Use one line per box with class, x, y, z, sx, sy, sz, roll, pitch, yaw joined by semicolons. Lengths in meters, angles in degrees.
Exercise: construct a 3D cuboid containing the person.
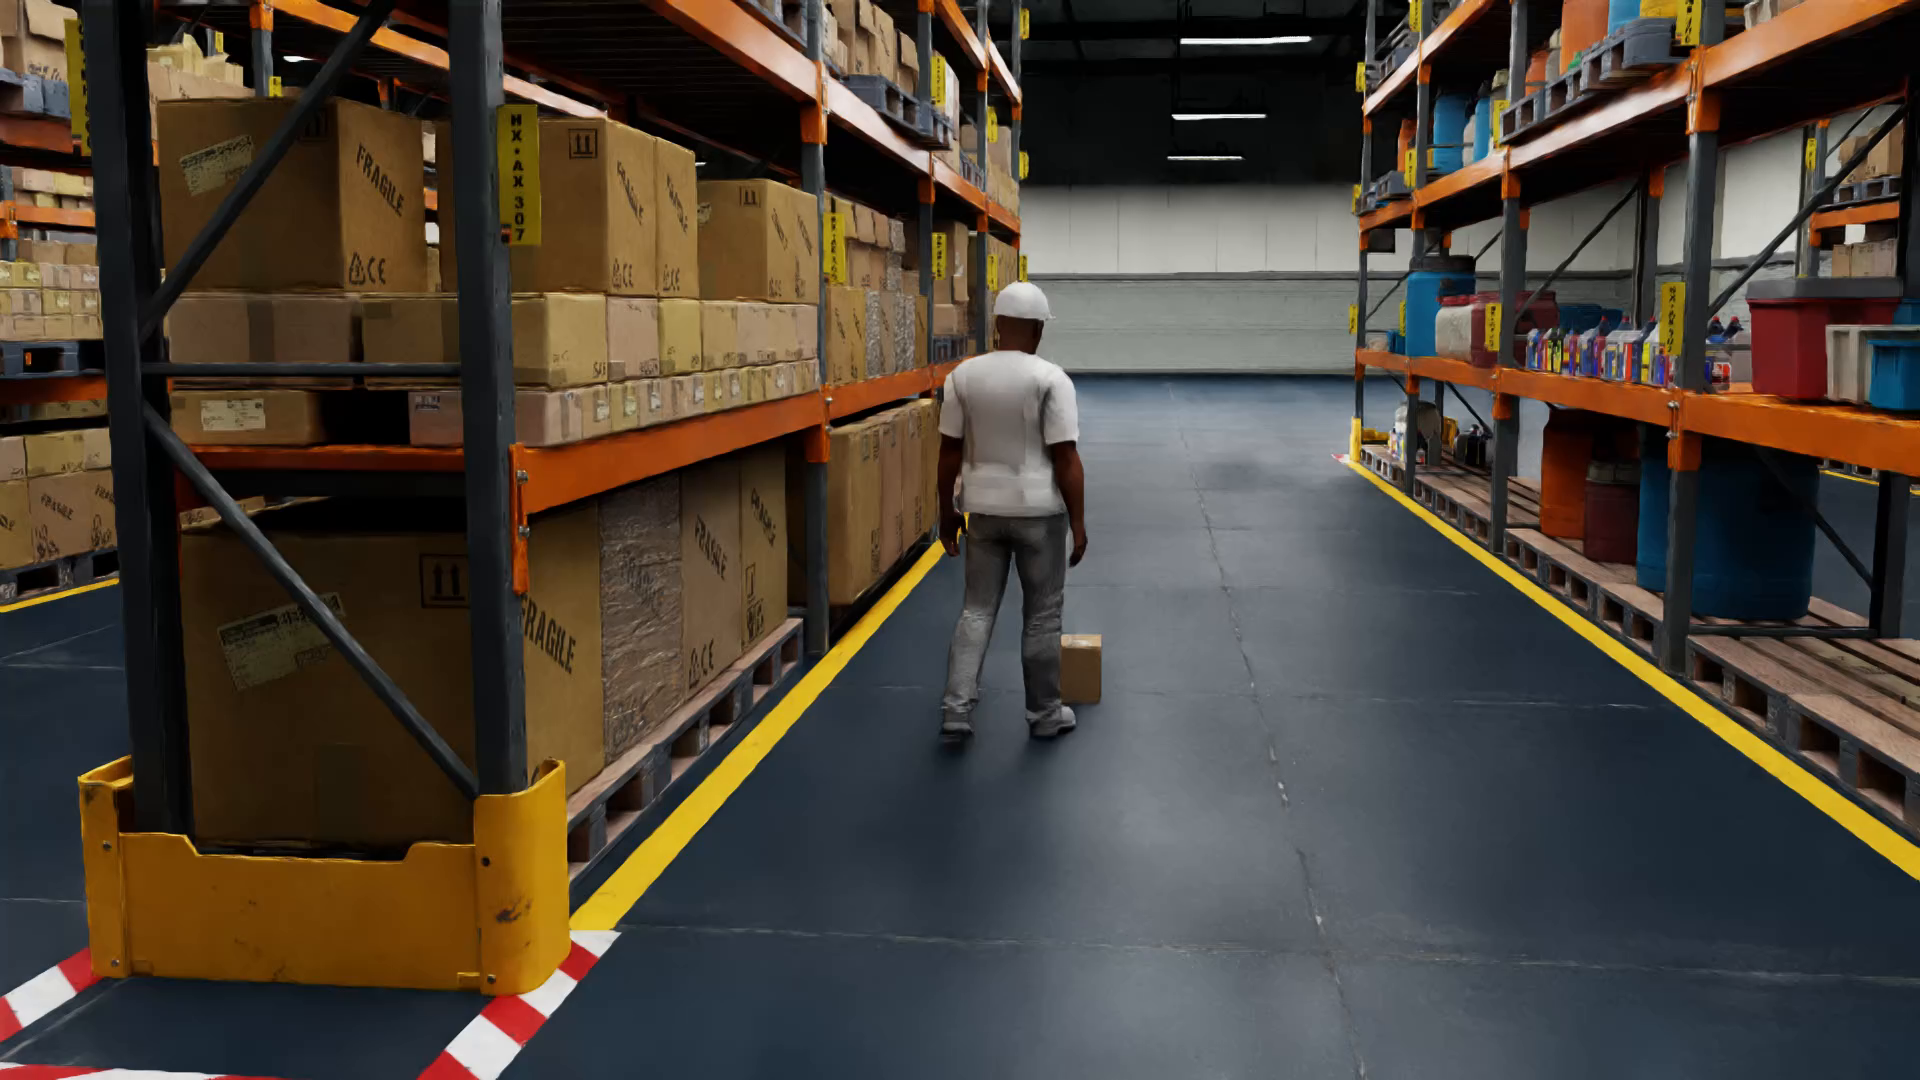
person;0.215;-0.102;6.401;0.594;1.765;0.687;4;8;26
